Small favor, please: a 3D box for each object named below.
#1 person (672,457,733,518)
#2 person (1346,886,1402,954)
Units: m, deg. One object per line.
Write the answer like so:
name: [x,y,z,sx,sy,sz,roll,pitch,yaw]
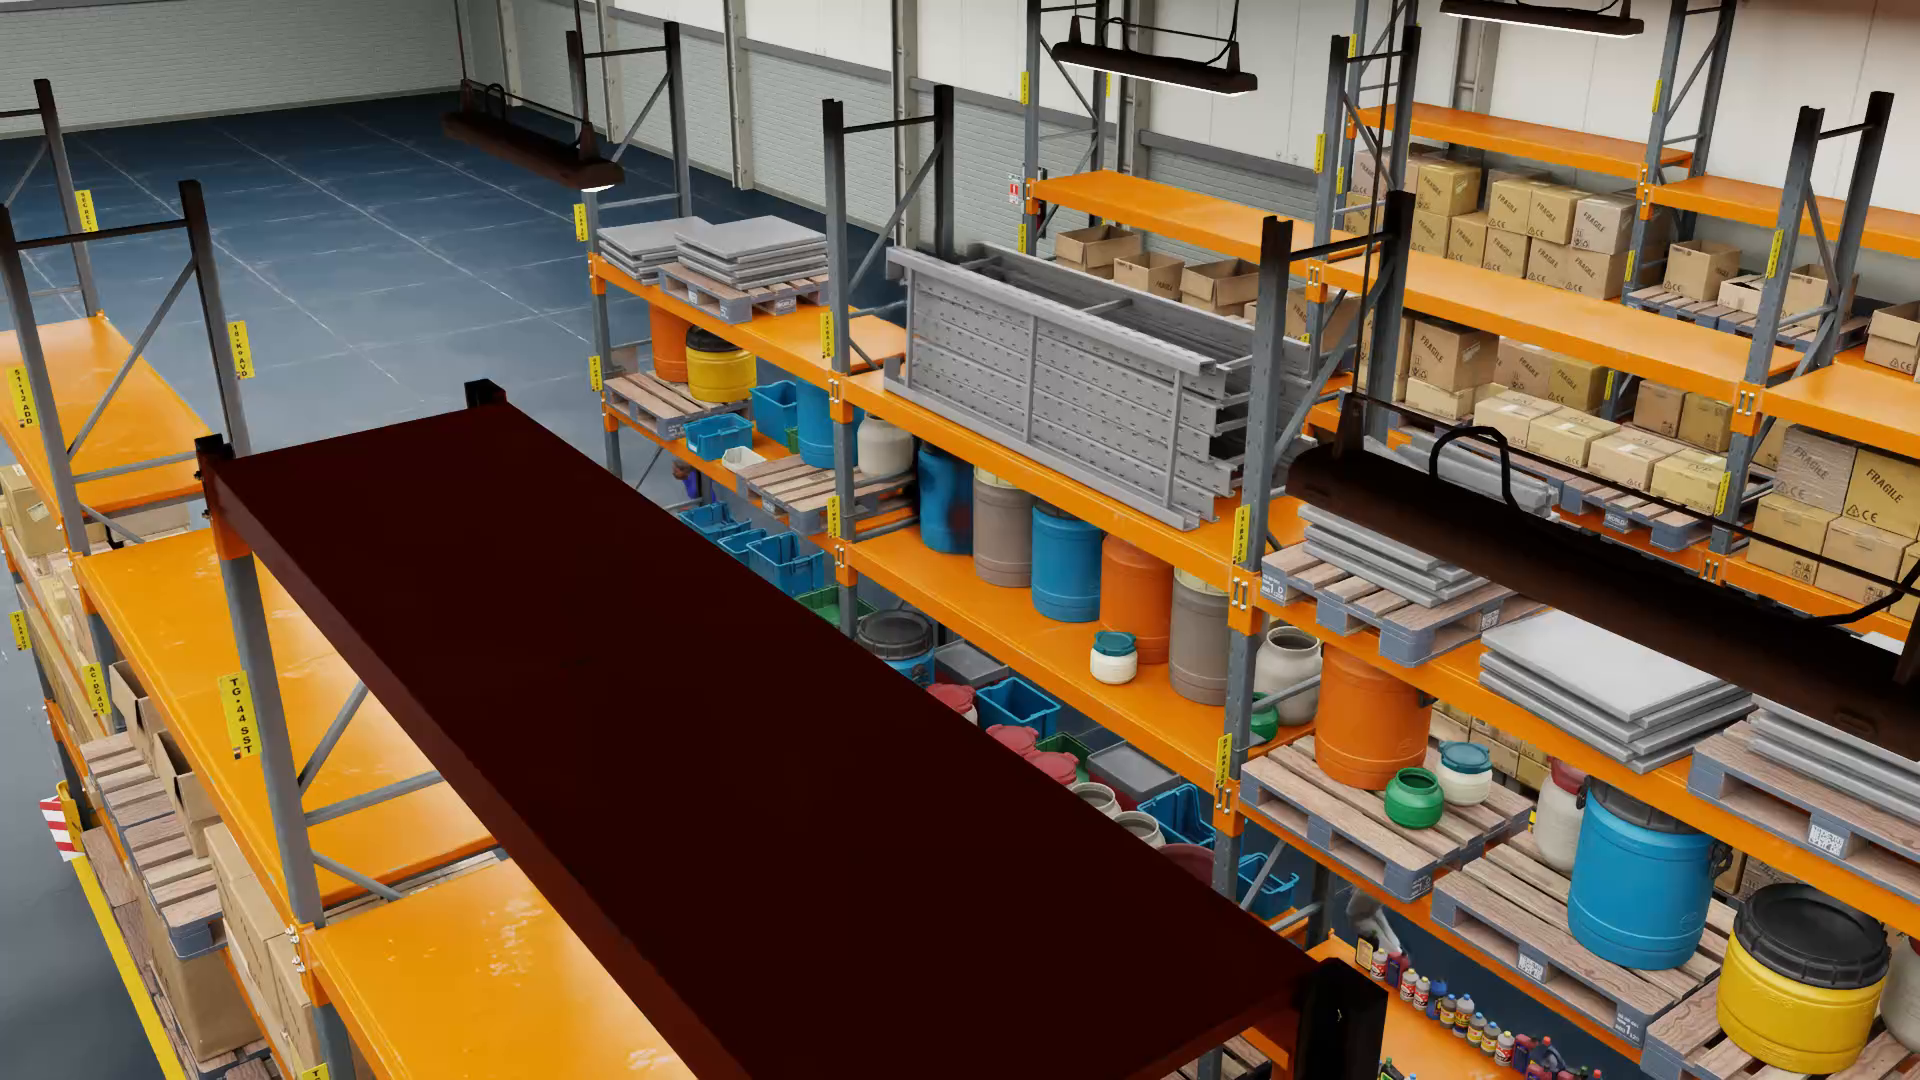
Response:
person: [-2.561,-0.194,17.628,0.964,1.604,0.619,-9,26,-19]
person: [2.947,2.370,11.603,0.552,1.614,0.622,-19,31,-36]
